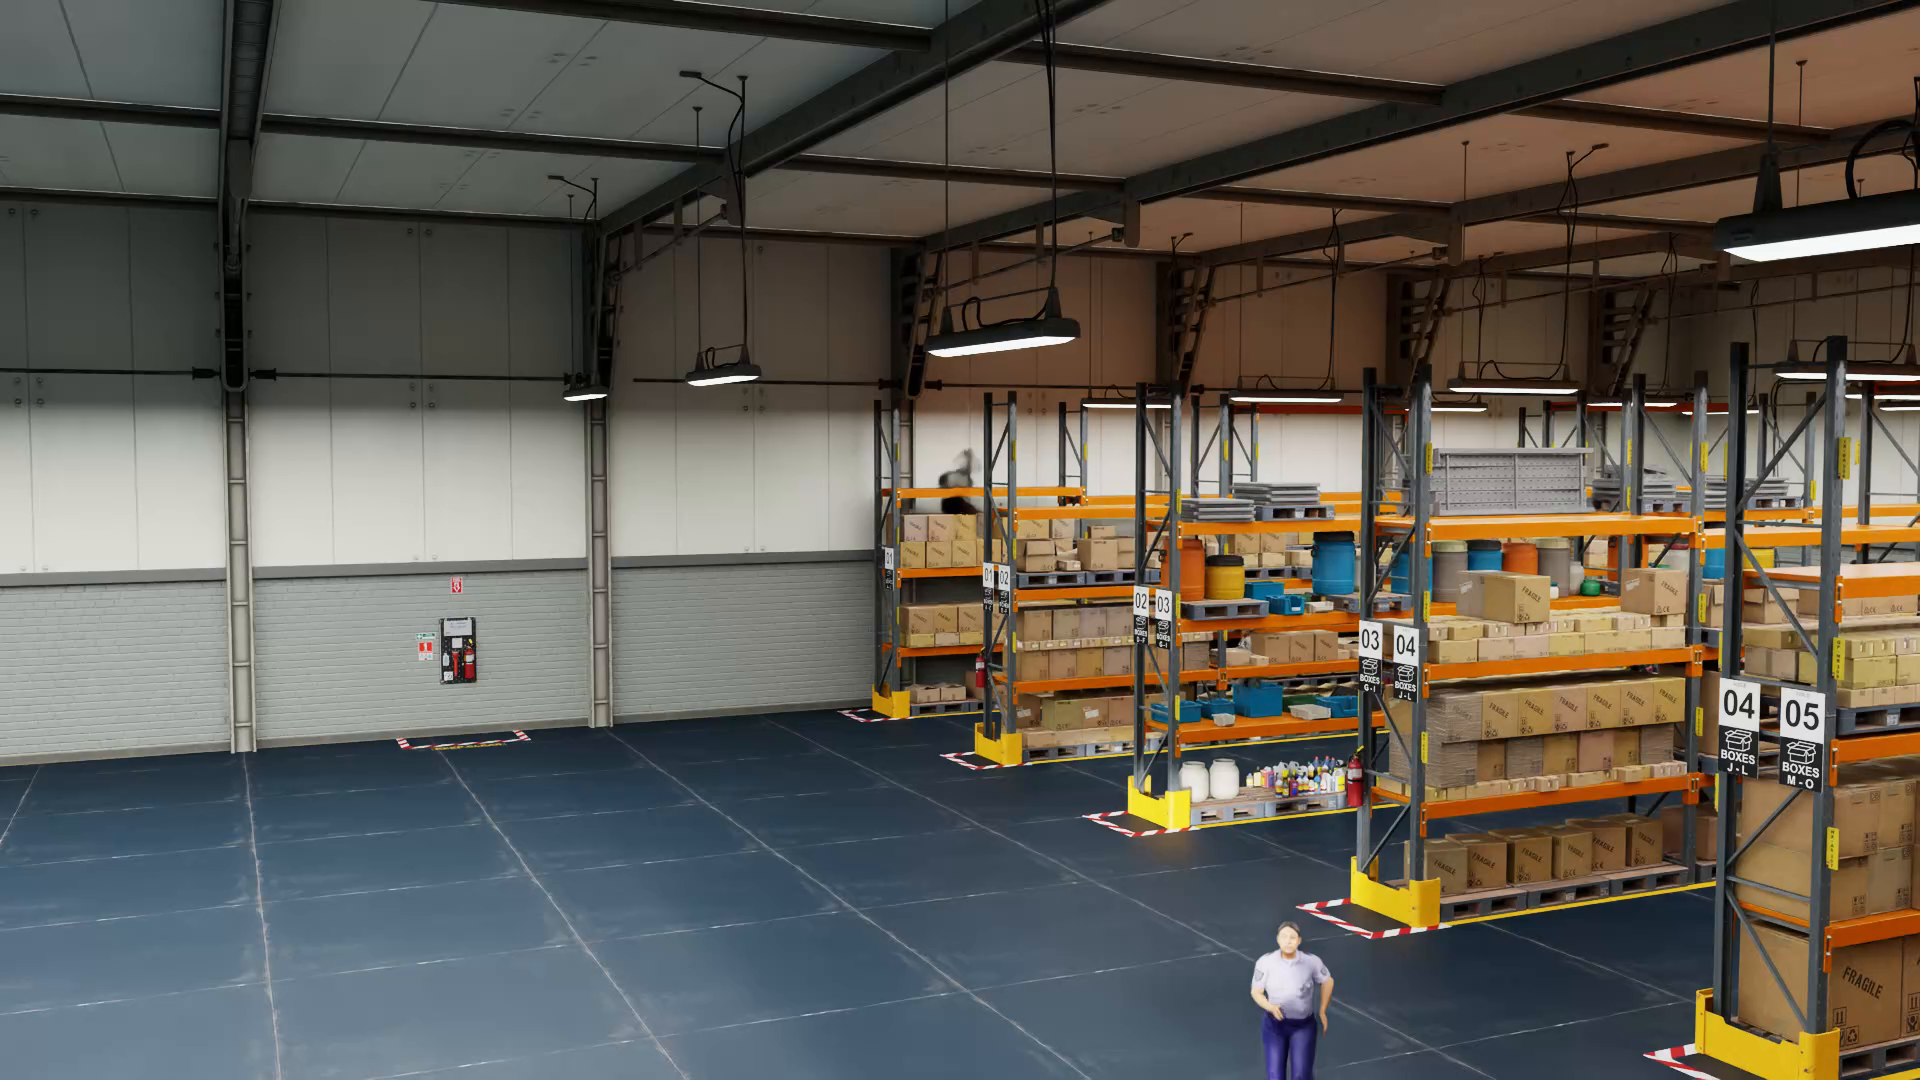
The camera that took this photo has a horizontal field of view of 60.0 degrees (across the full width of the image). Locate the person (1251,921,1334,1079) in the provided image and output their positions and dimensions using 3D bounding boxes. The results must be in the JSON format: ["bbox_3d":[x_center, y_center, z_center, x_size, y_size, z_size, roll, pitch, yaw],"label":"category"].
[{"bbox_3d":[2.445,3.634,12.307,0.590,1.610,0.593,1,3,16],"label":"person"}]

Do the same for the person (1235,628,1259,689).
[{"bbox_3d":[5.595,2.463,32.052,0.775,1.754,0.584,-2,4,-29],"label":"person"}]

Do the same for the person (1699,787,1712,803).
[{"bbox_3d":[9.841,2.992,22.221,0.639,1.741,0.697,-2,4,-28],"label":"person"}]
